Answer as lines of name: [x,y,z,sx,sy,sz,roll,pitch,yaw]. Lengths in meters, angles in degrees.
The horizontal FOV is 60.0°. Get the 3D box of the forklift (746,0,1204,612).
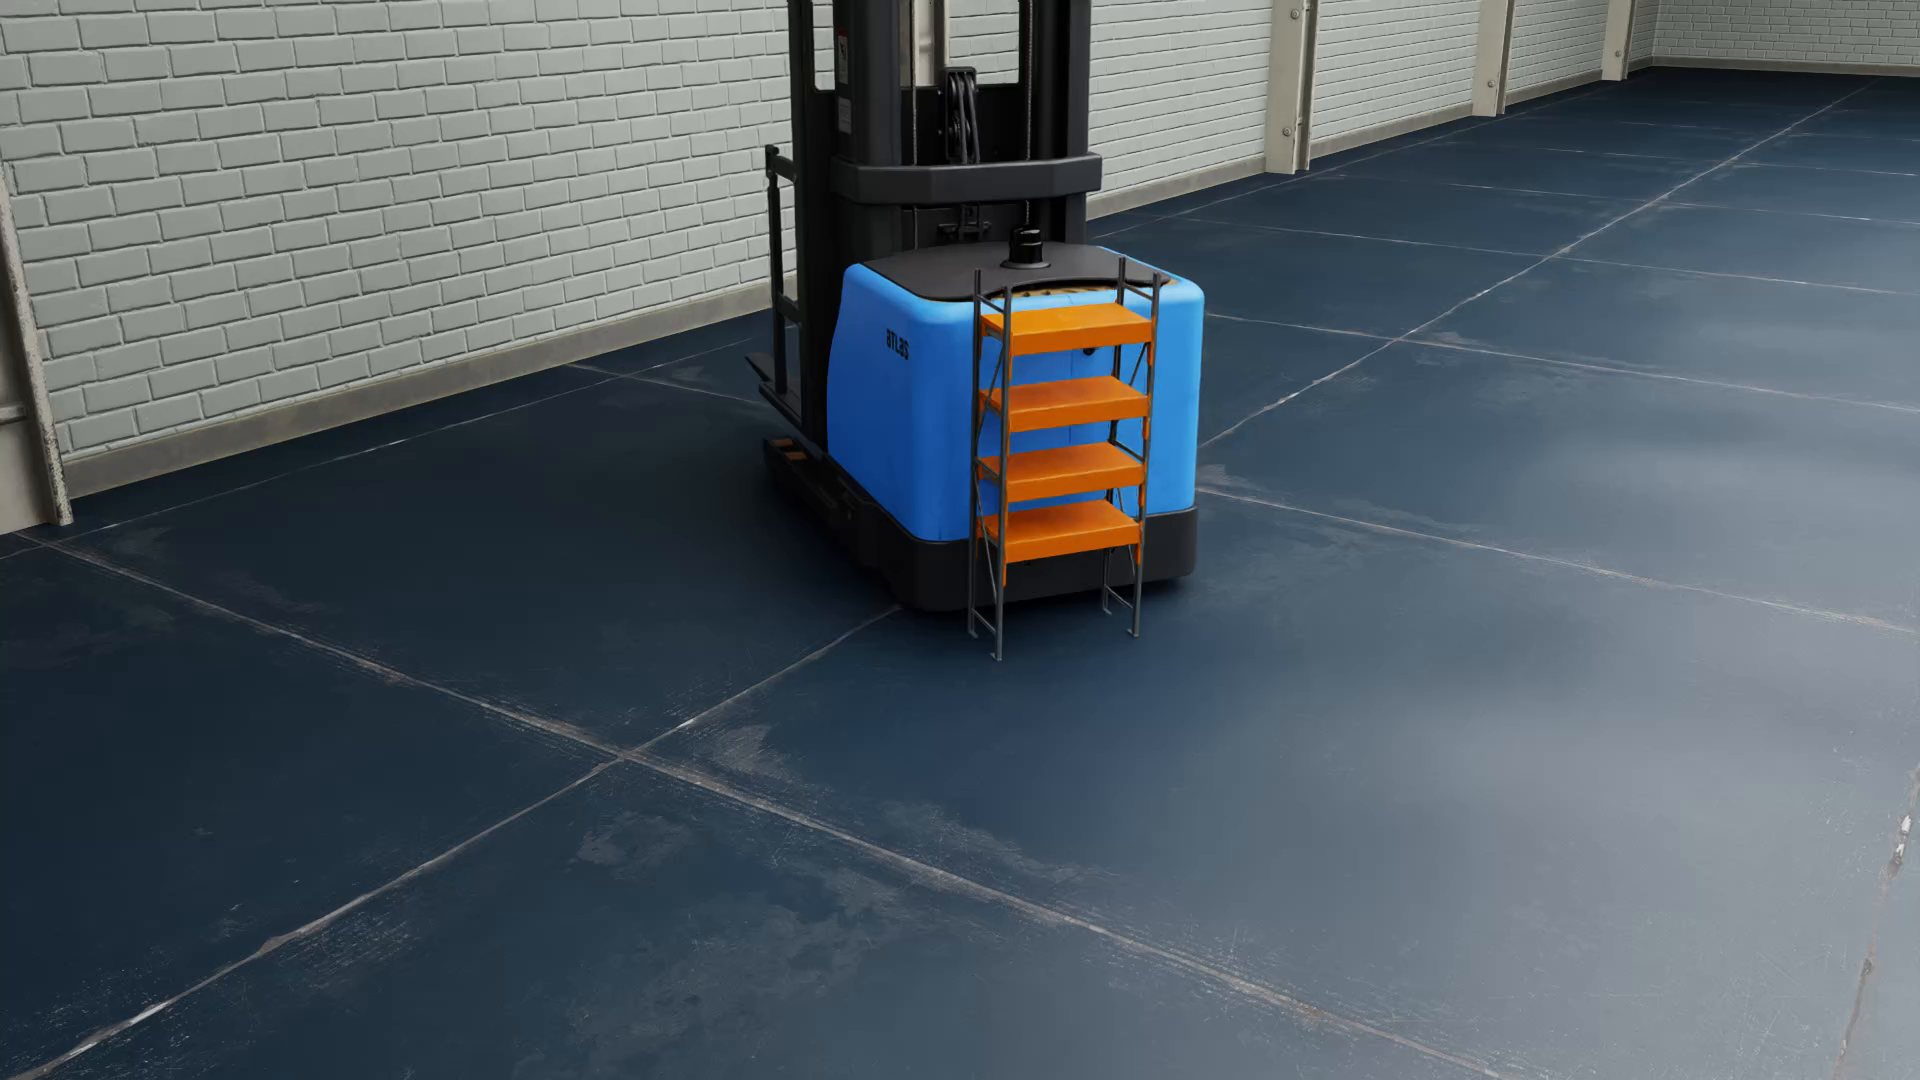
forklift: [-0.180,-1.617,6.413,1.130,2.935,3.031,-8,22,-20]

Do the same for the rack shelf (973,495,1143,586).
rack shelf: [0.307,-0.002,5.291,0.480,0.148,0.258,-8,24,-21]

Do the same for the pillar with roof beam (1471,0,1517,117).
pillar with roof beam: [10.004,-8.589,16.513,9.100,9.000,0.400,13,24,32]

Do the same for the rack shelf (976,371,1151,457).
rack shelf: [0.314,-0.392,5.129,0.480,0.148,0.258,-8,24,-21]

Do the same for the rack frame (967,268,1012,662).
rack frame: [0.087,-0.215,5.100,0.015,1.200,0.240,-8,24,-21]

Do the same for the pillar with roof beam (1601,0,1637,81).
pillar with roof beam: [13.377,-10.310,21.167,9.100,9.000,0.400,13,24,32]

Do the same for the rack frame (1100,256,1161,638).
rack frame: [0.536,-0.281,5.278,0.015,1.200,0.240,-8,24,-21]

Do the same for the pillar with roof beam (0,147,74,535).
pillar with roof beam: [-0.114,-3.424,2.551,9.100,9.000,0.400,13,24,32]

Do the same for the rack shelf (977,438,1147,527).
rack shelf: [0.310,-0.185,5.215,0.480,0.148,0.258,-8,24,-21]

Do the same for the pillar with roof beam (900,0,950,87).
pillar with roof beam: [3.258,-5.146,7.205,9.100,9.000,0.400,13,24,32]

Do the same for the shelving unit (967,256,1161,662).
shelving unit: [0.311,-0.248,5.189,0.503,1.200,0.258,-8,24,-21]

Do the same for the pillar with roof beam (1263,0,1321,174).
pillar with roof beam: [6.631,-6.867,11.859,9.100,9.000,0.400,13,24,32]

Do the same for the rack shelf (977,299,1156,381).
rack shelf: [0.318,-0.611,5.039,0.480,0.148,0.258,-8,24,-21]
